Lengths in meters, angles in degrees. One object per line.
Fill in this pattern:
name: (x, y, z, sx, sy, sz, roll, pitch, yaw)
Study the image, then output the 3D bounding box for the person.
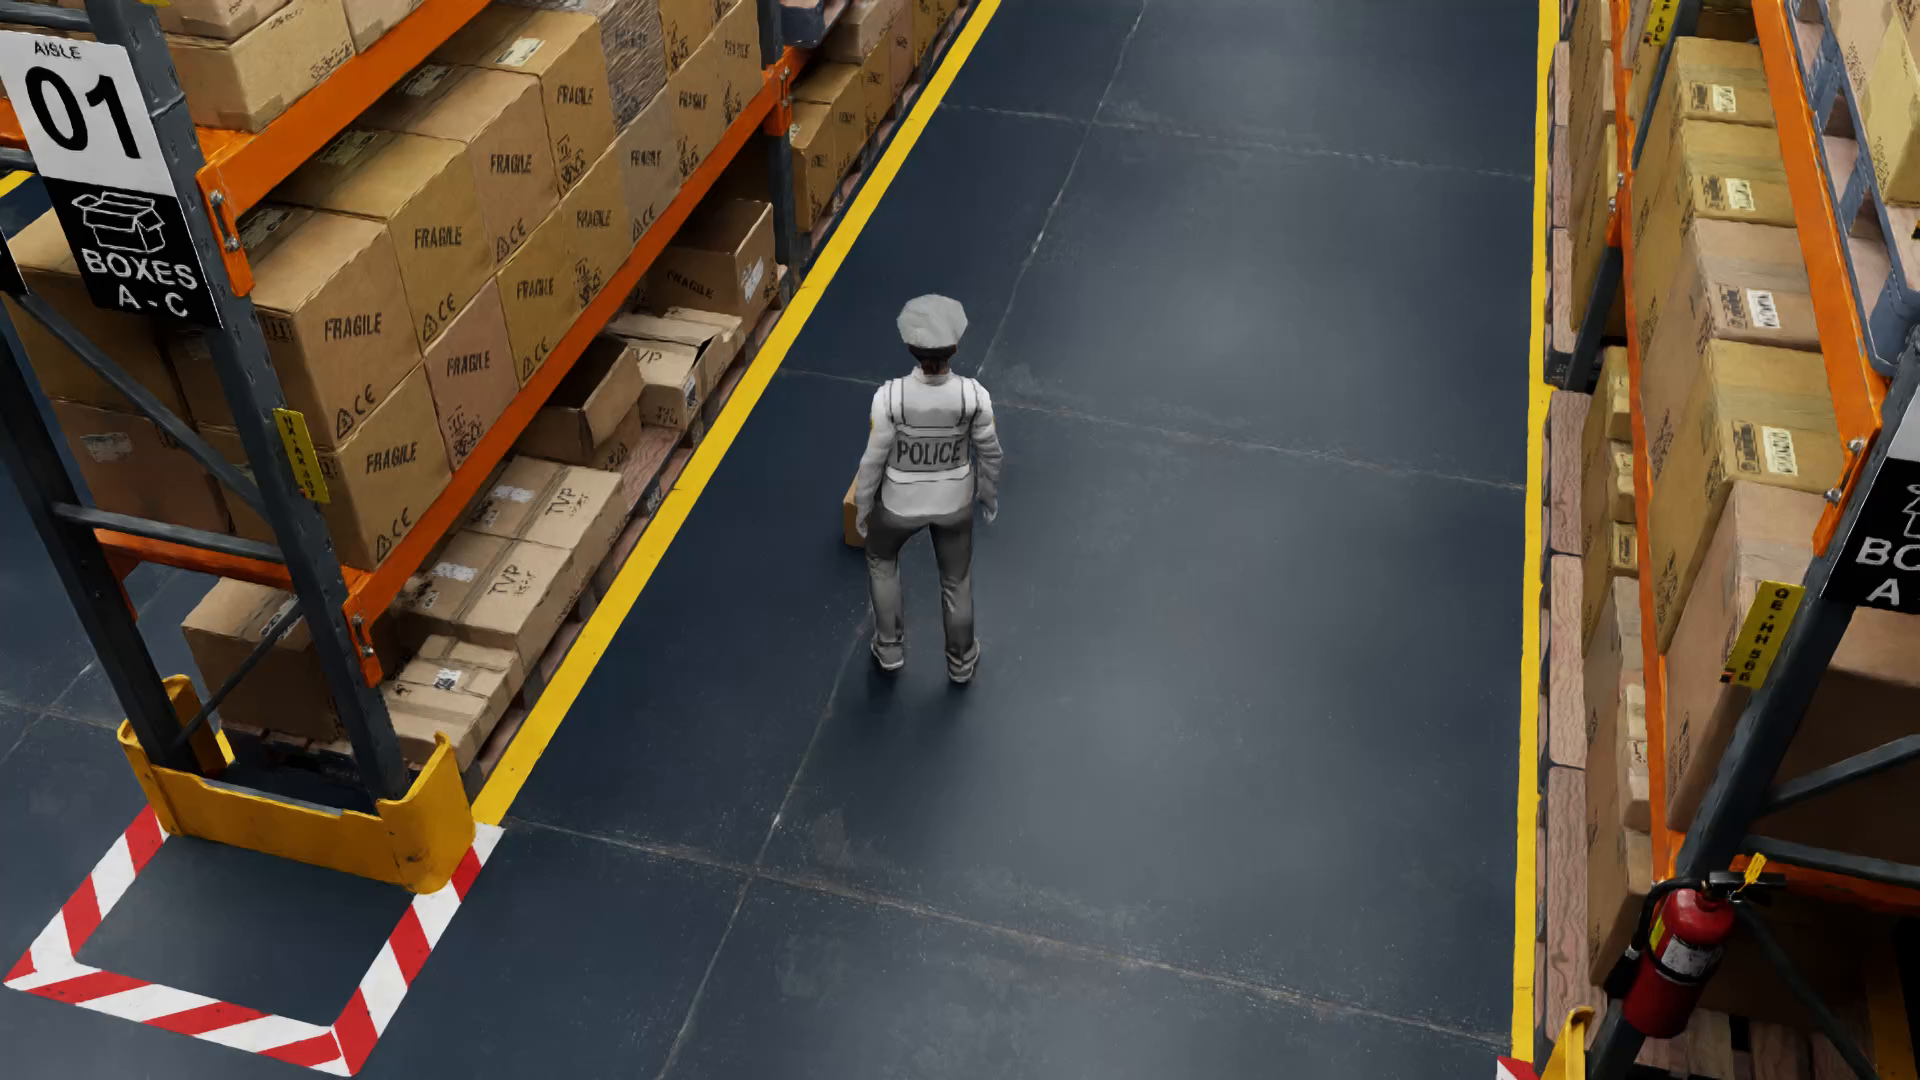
person: (-0.123, -0.150, 6.288, 0.560, 1.680, 0.360, -6, 42, -7)
